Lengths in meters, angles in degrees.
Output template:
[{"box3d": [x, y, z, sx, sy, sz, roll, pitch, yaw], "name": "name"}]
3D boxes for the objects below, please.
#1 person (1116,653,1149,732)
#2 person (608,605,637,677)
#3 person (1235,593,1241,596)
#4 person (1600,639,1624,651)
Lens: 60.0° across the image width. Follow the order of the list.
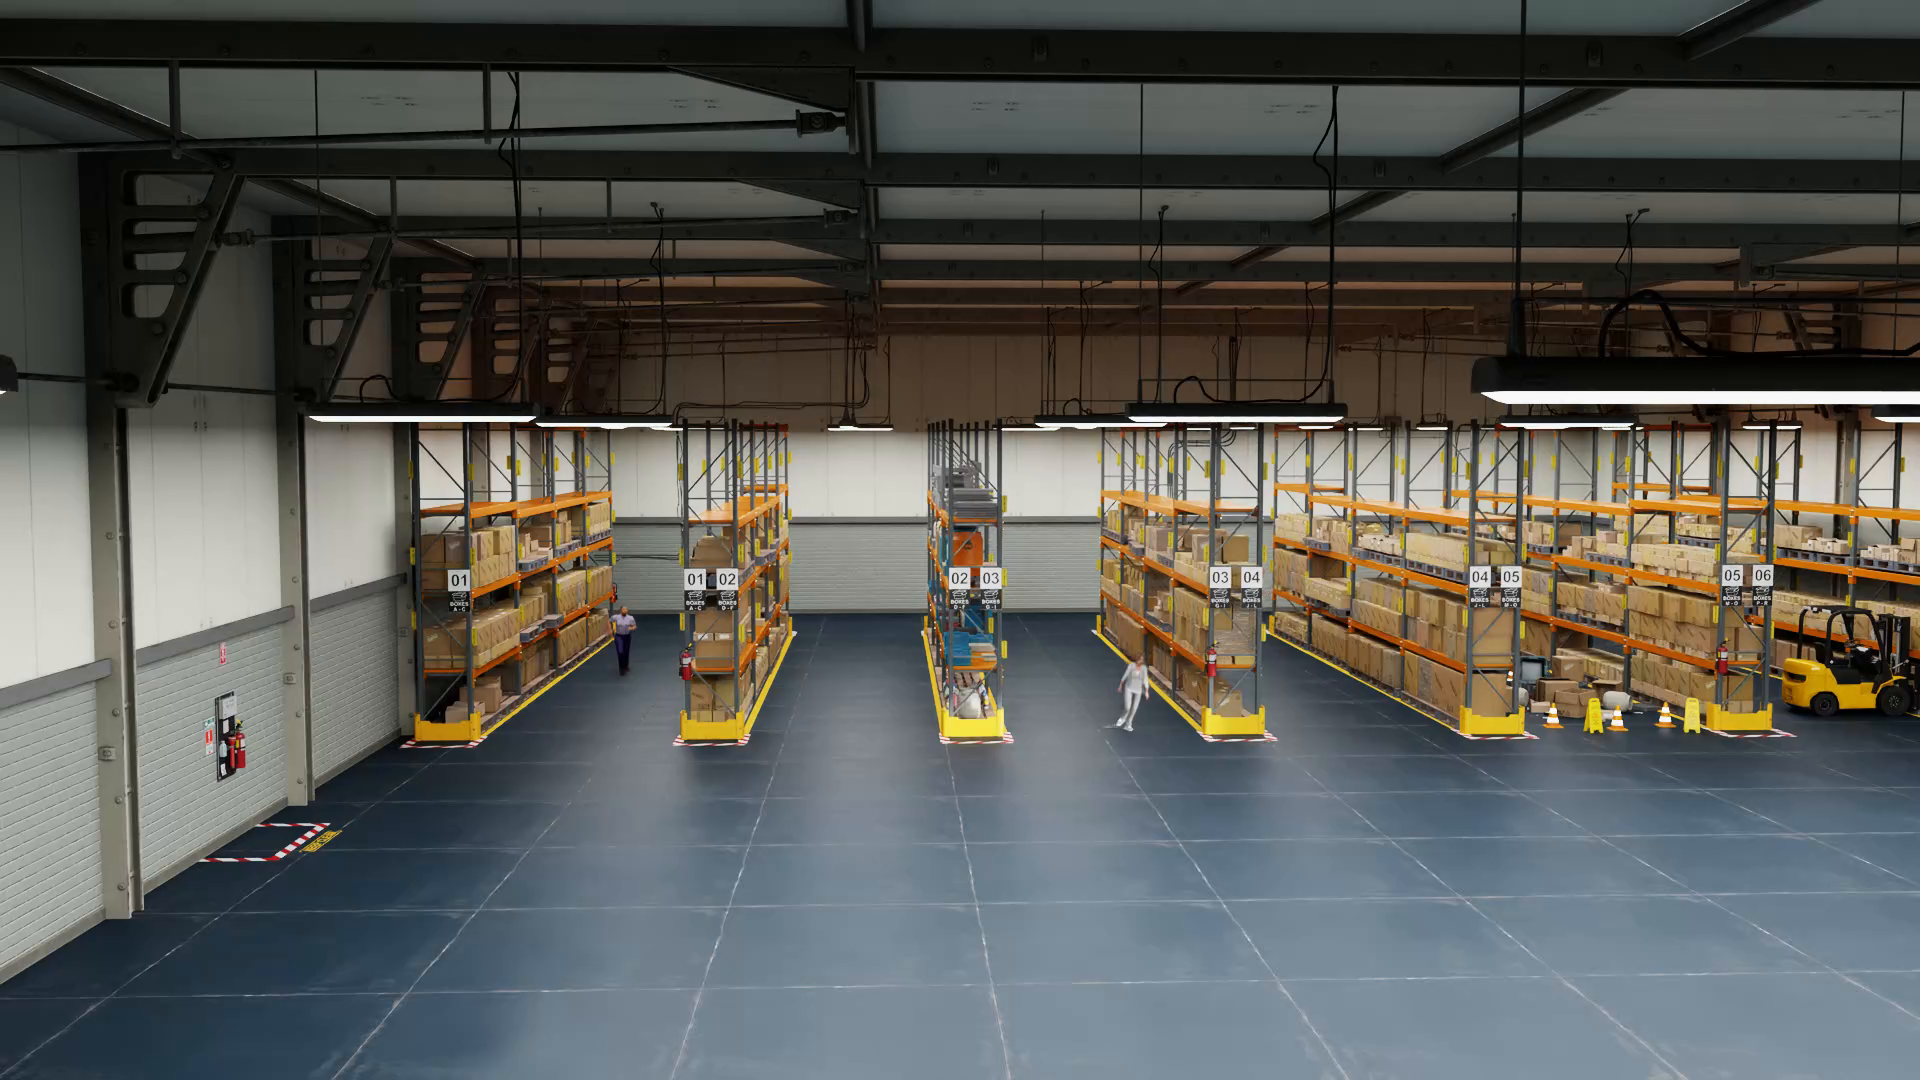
[{"box3d": [3.315, 2.913, 31.906, 0.567, 1.549, 0.543, -1, 4, -11], "name": "person"}, {"box3d": [-8.020, 2.380, 39.512, 0.643, 1.697, 0.832, -1, 4, -19], "name": "person"}, {"box3d": [8.146, 1.752, 48.137, 0.700, 1.764, 0.965, 3, 5, 41], "name": "person"}, {"box3d": [17.055, 2.096, 43.451, 0.609, 1.665, 0.870, -1, 4, -16], "name": "person"}]
